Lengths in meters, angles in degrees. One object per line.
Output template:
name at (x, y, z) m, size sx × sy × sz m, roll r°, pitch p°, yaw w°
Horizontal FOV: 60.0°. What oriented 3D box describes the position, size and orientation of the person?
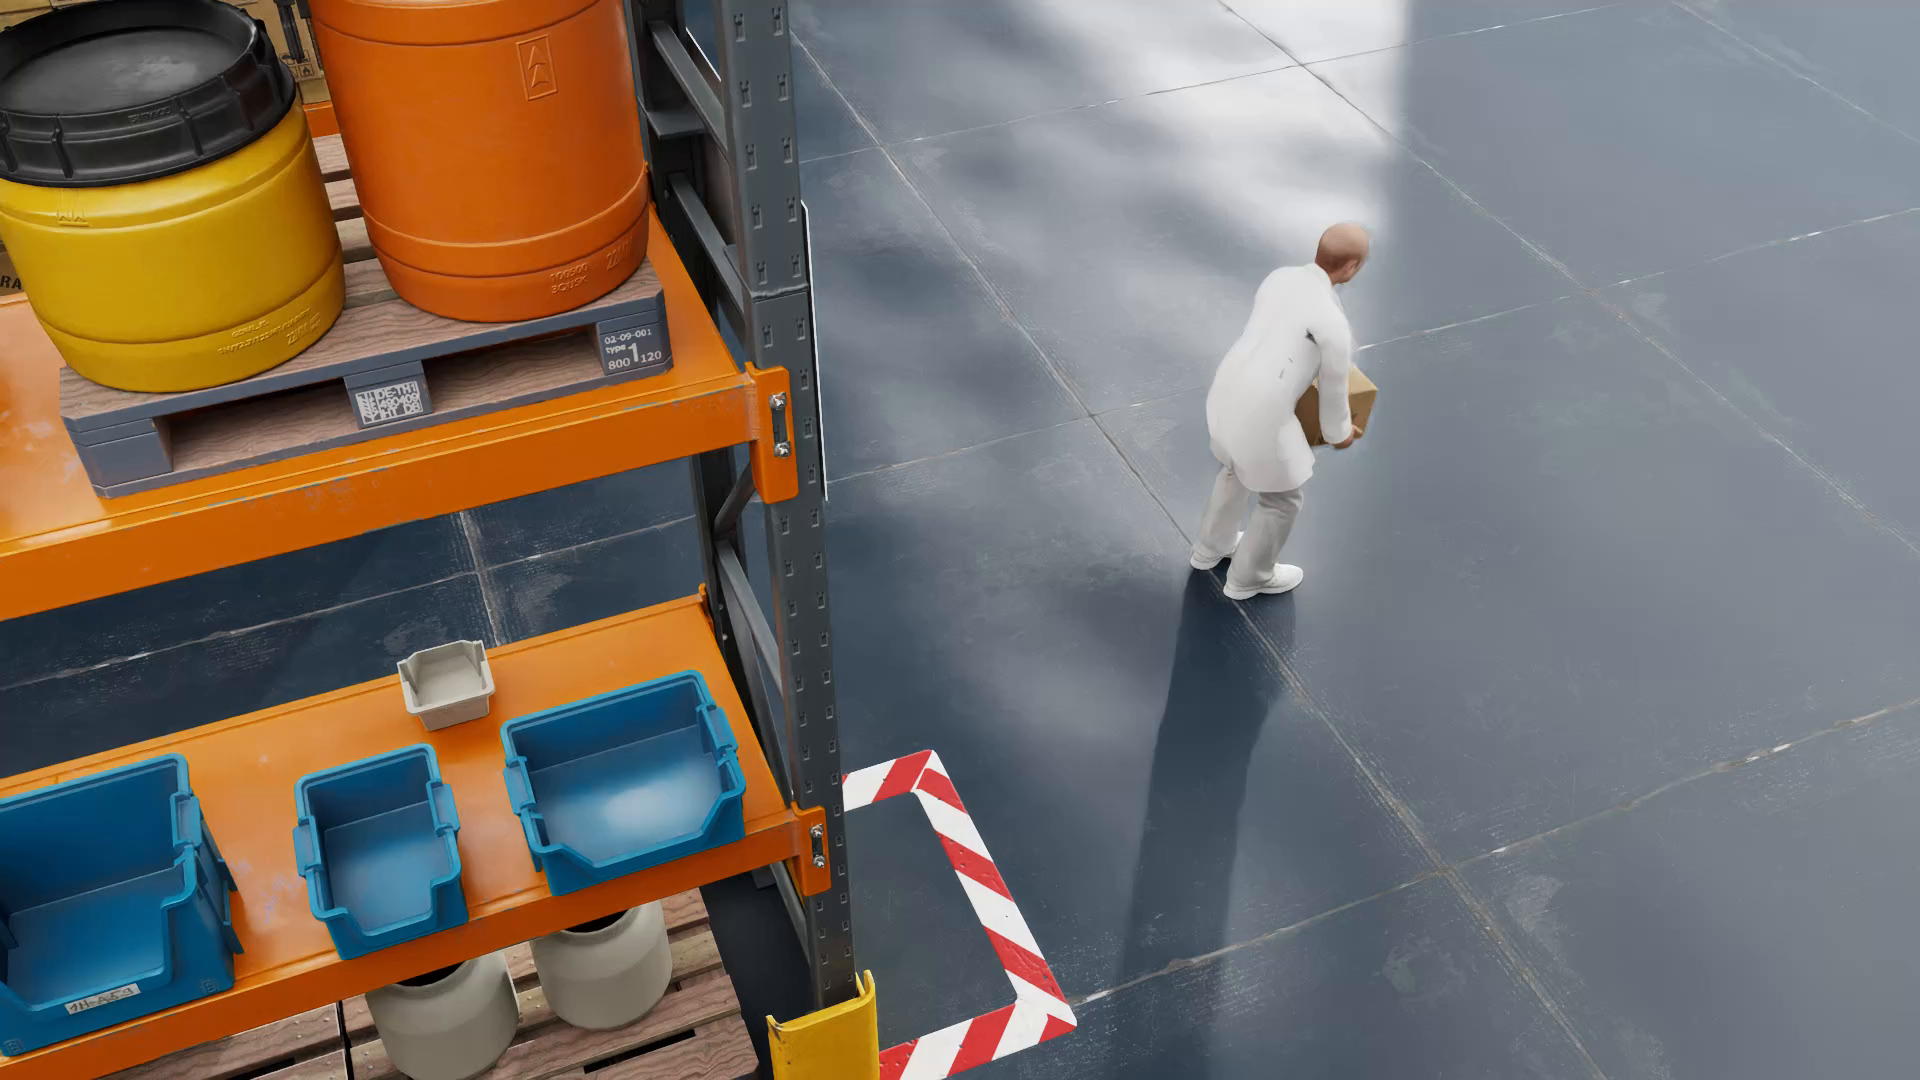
person at (1.321, -0.508, 6.823) m, size 0.633 × 1.689 × 0.540 m, roll -16°, pitch 44°, yaw -17°
